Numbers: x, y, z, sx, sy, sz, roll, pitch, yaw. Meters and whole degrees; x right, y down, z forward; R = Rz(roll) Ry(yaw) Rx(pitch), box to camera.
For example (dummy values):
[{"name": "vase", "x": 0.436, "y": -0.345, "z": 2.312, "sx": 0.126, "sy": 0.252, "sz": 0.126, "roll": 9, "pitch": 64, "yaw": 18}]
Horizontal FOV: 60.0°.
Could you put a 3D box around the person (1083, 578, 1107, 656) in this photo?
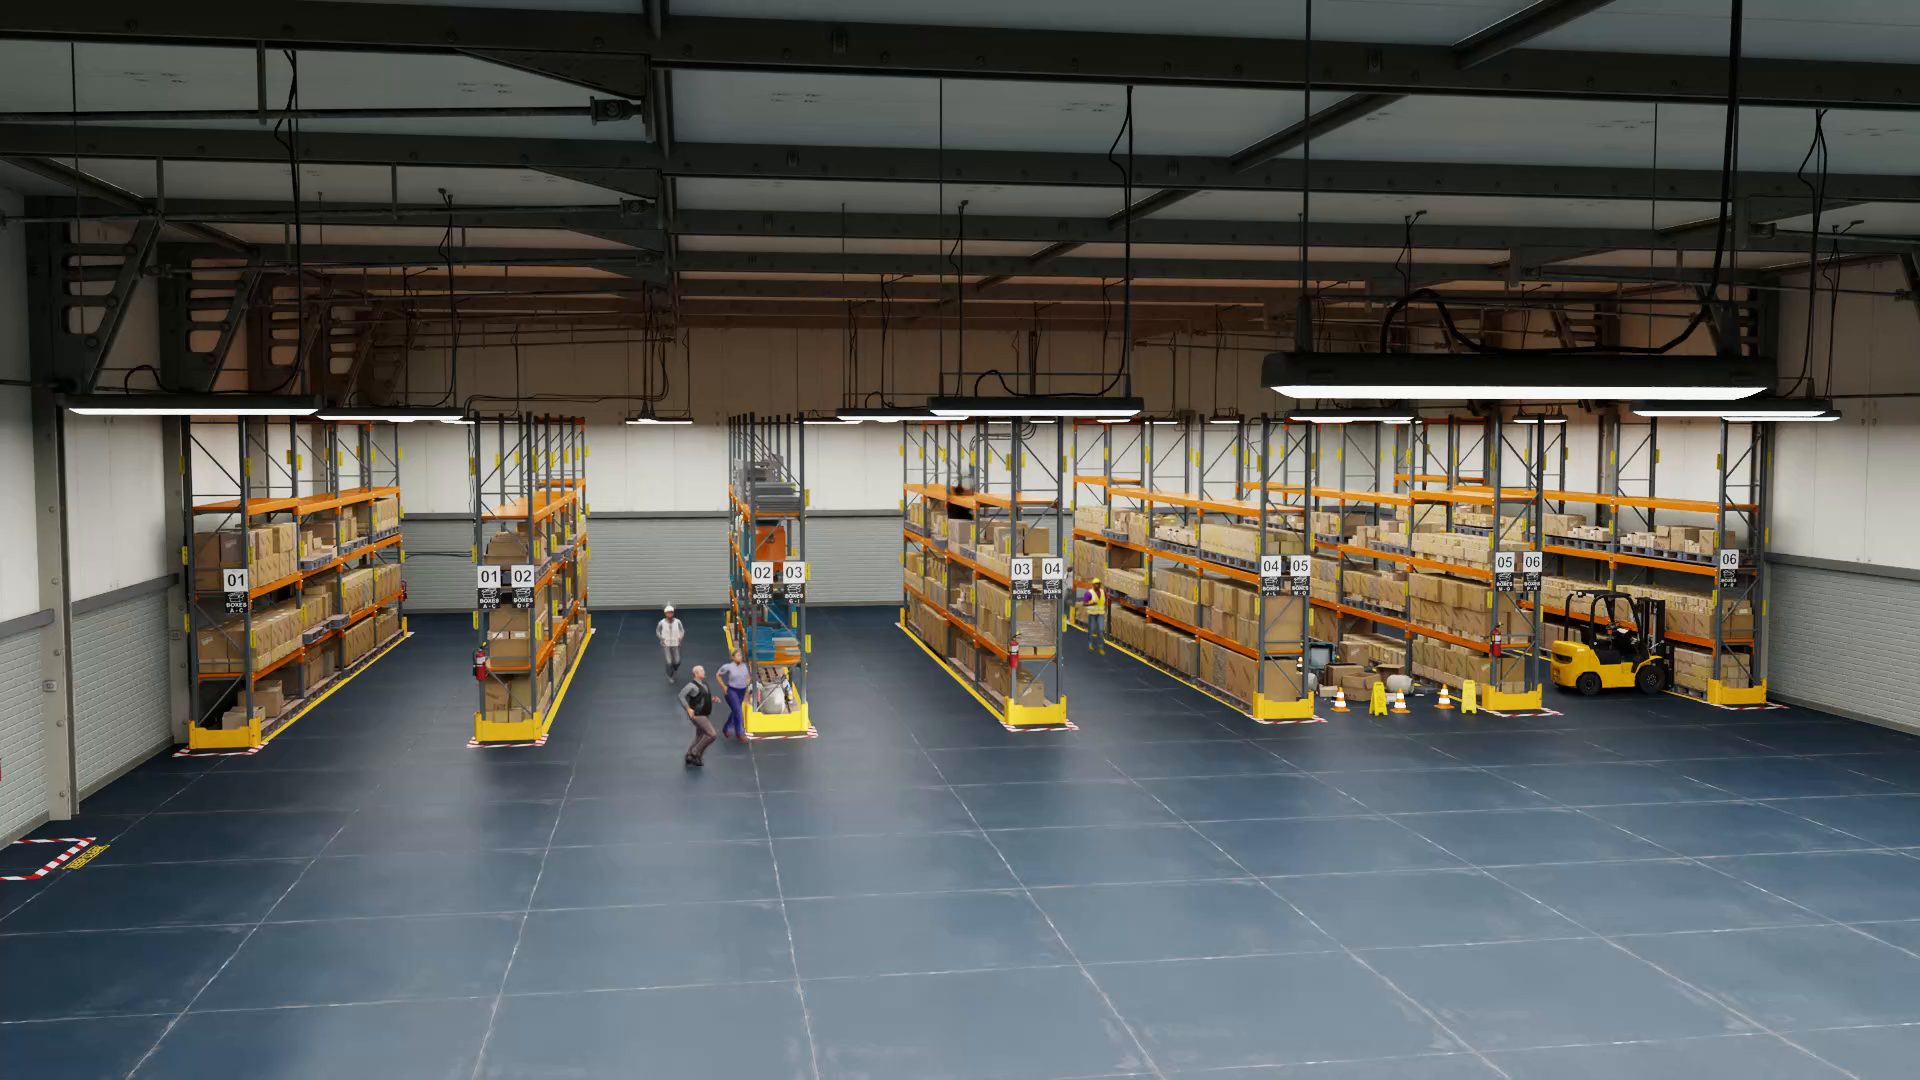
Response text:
[{"name": "person", "x": 3.270, "y": 1.821, "z": 39.931, "sx": 0.691, "sy": 1.825, "sz": 0.747, "roll": -1, "pitch": 4, "yaw": -15}]

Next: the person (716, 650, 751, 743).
[{"name": "person", "x": -4.064, "y": 2.822, "z": 30.305, "sx": 0.813, "sy": 1.631, "sz": 0.594, "roll": 4, "pitch": 5, "yaw": 42}]

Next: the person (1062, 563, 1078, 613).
[{"name": "person", "x": 3.210, "y": 1.506, "z": 49.720, "sx": 0.876, "sy": 1.659, "sz": 0.627, "roll": 0, "pitch": 4, "yaw": -7}]

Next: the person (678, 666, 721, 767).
[{"name": "person", "x": -4.338, "y": 2.964, "z": 27.959, "sx": 0.670, "sy": 1.700, "sz": 0.637, "roll": 1, "pitch": 4, "yaw": 14}]

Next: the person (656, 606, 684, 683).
[{"name": "person", "x": -6.448, "y": 2.336, "z": 37.064, "sx": 0.638, "sy": 1.725, "sz": 0.576, "roll": -1, "pitch": 4, "yaw": -16}]
